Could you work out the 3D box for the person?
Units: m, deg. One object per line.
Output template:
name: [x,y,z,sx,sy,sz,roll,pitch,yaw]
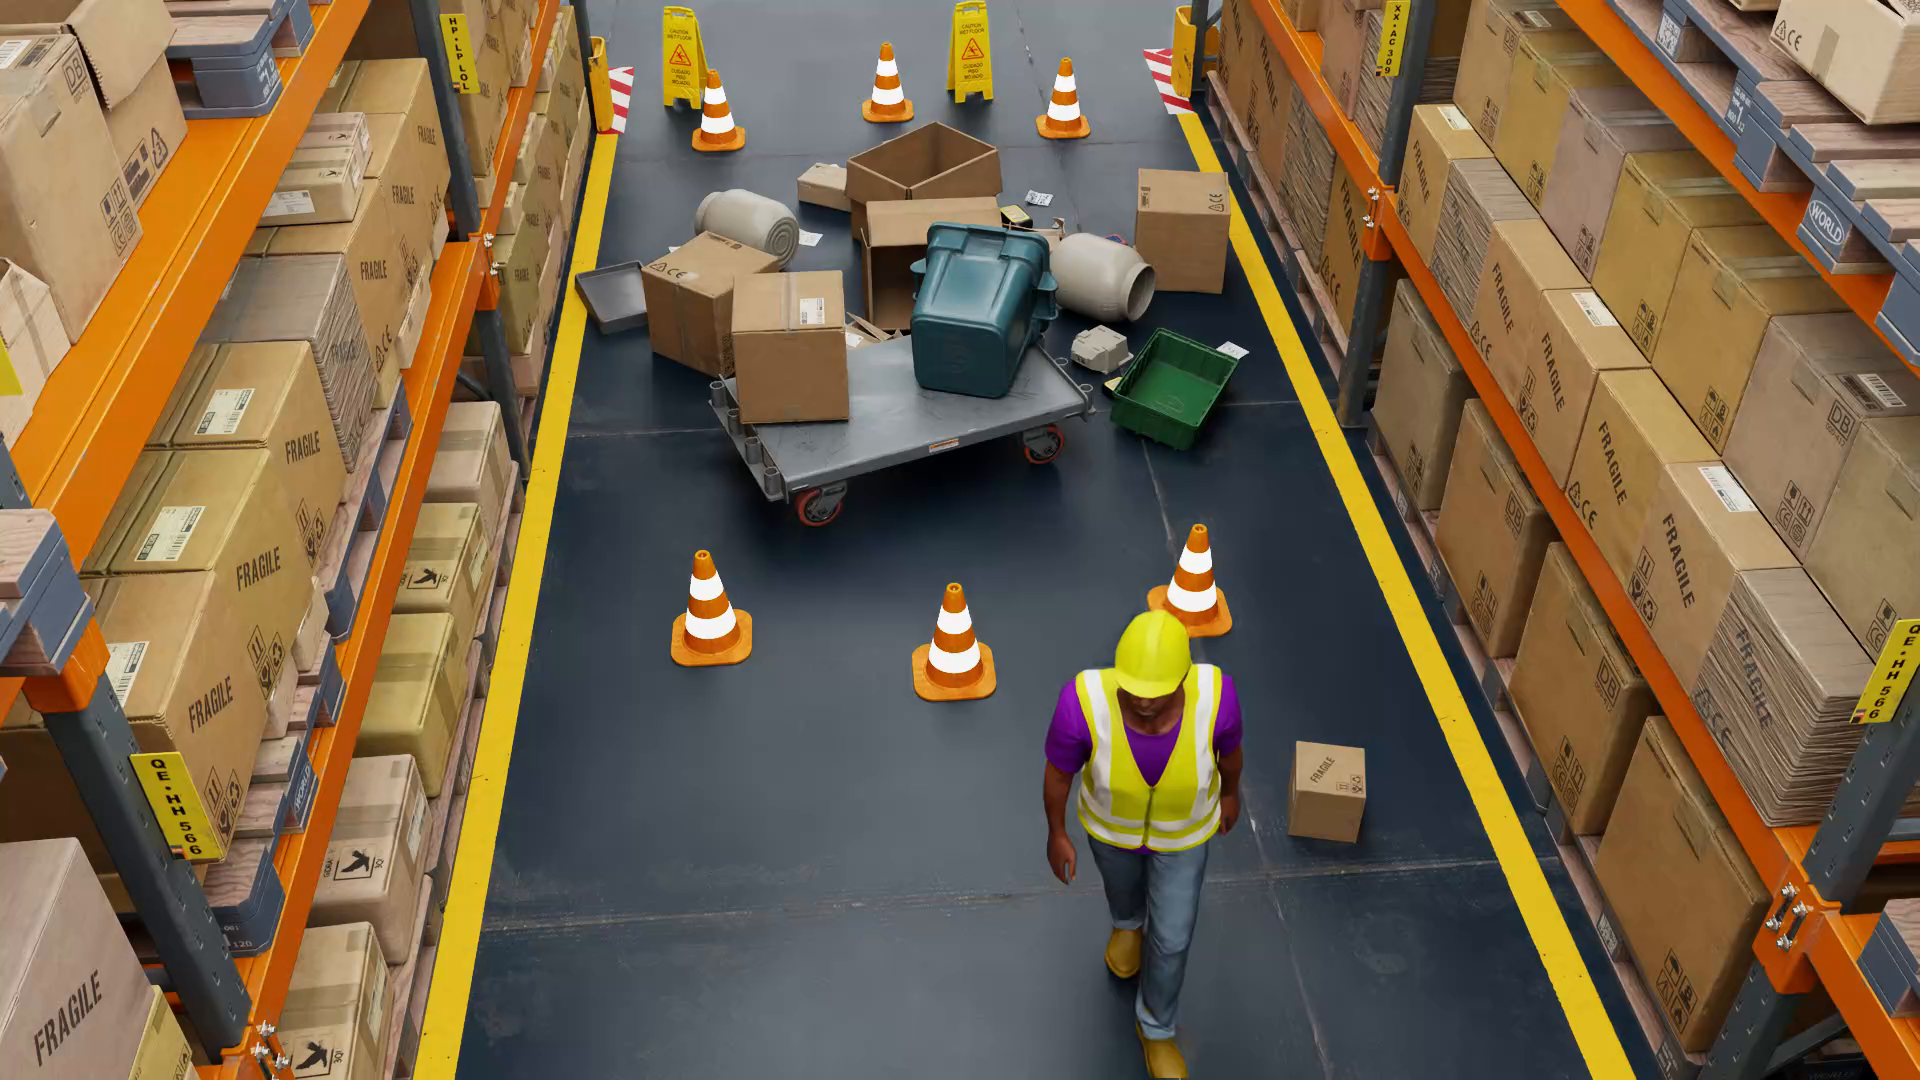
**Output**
person: [0.552,0.869,5.075,0.606,1.783,0.718,6,39,7]
